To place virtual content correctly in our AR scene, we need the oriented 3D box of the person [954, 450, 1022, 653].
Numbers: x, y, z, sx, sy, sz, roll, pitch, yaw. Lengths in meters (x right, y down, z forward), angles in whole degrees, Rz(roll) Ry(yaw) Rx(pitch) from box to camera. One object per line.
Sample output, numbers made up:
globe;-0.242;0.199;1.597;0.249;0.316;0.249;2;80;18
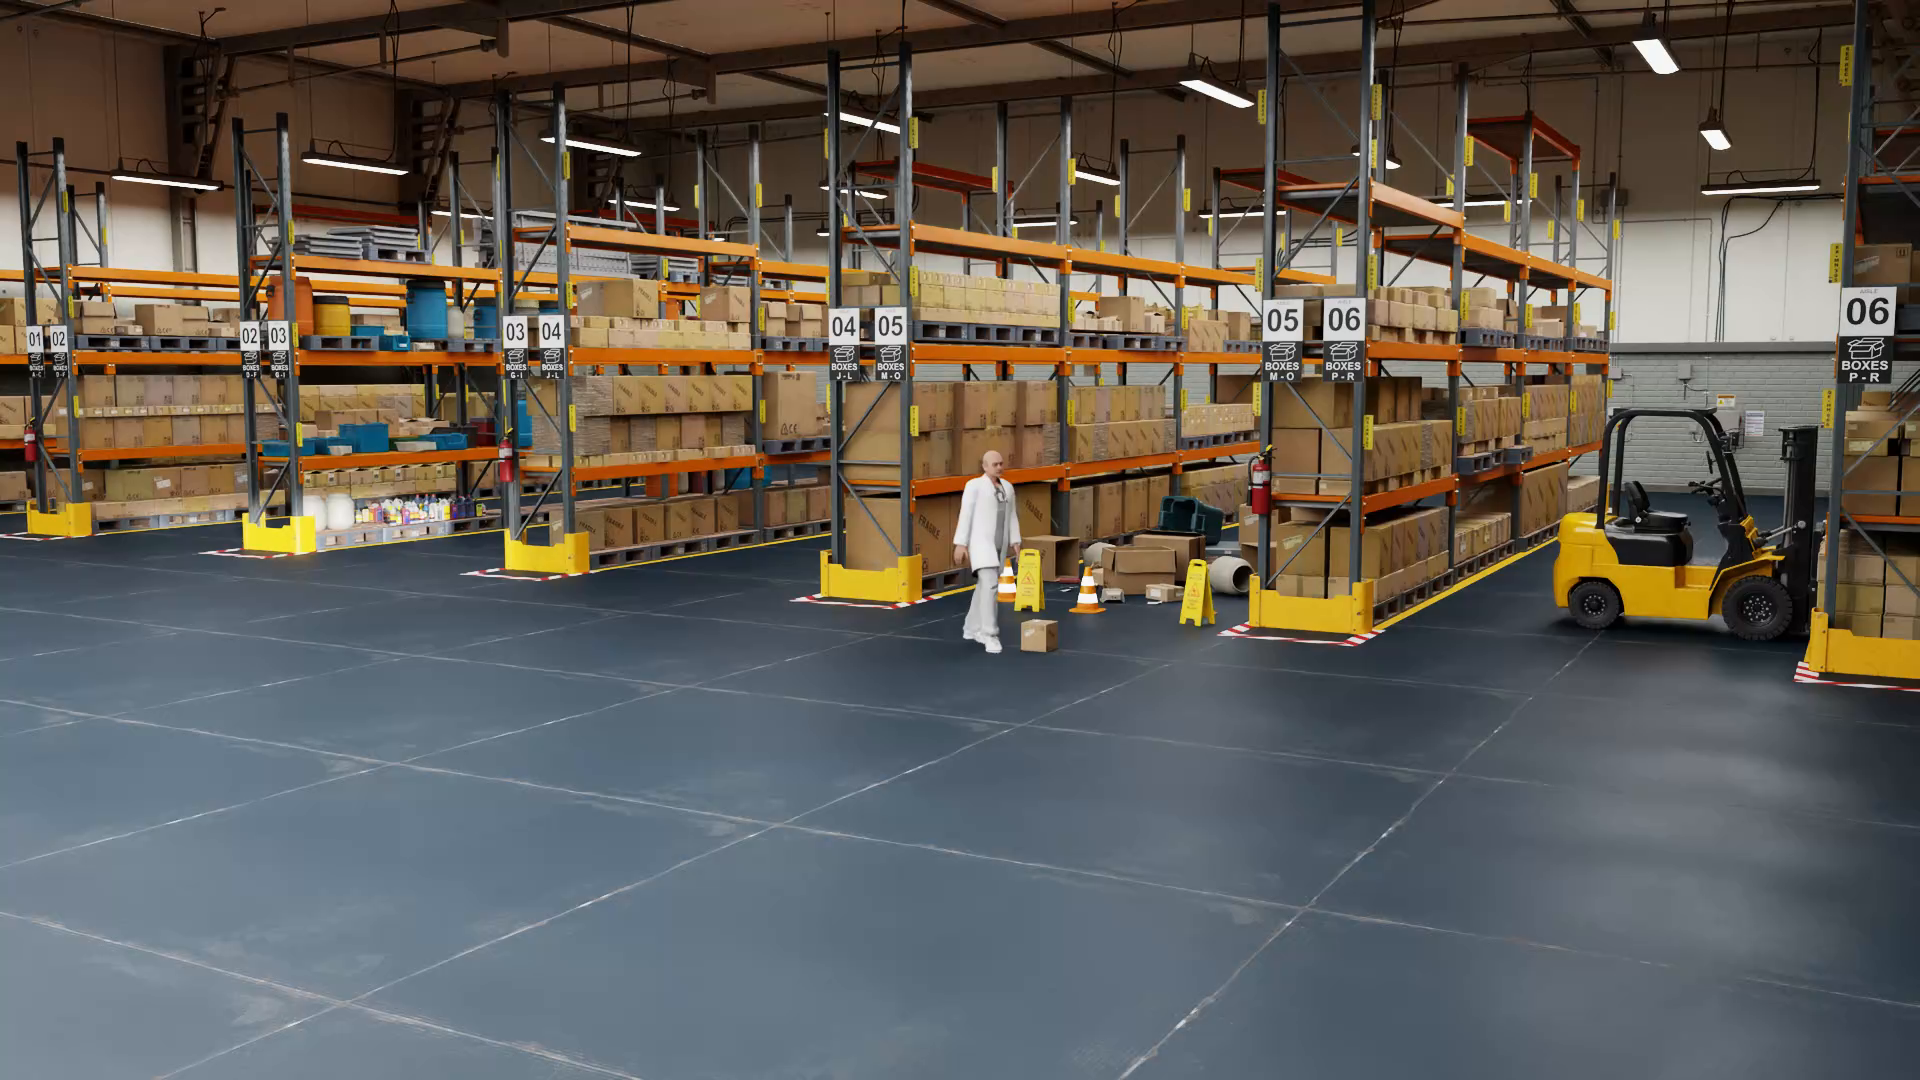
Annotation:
person;0.296;0.097;15.218;0.626;1.829;0.675;-6;8;-44
